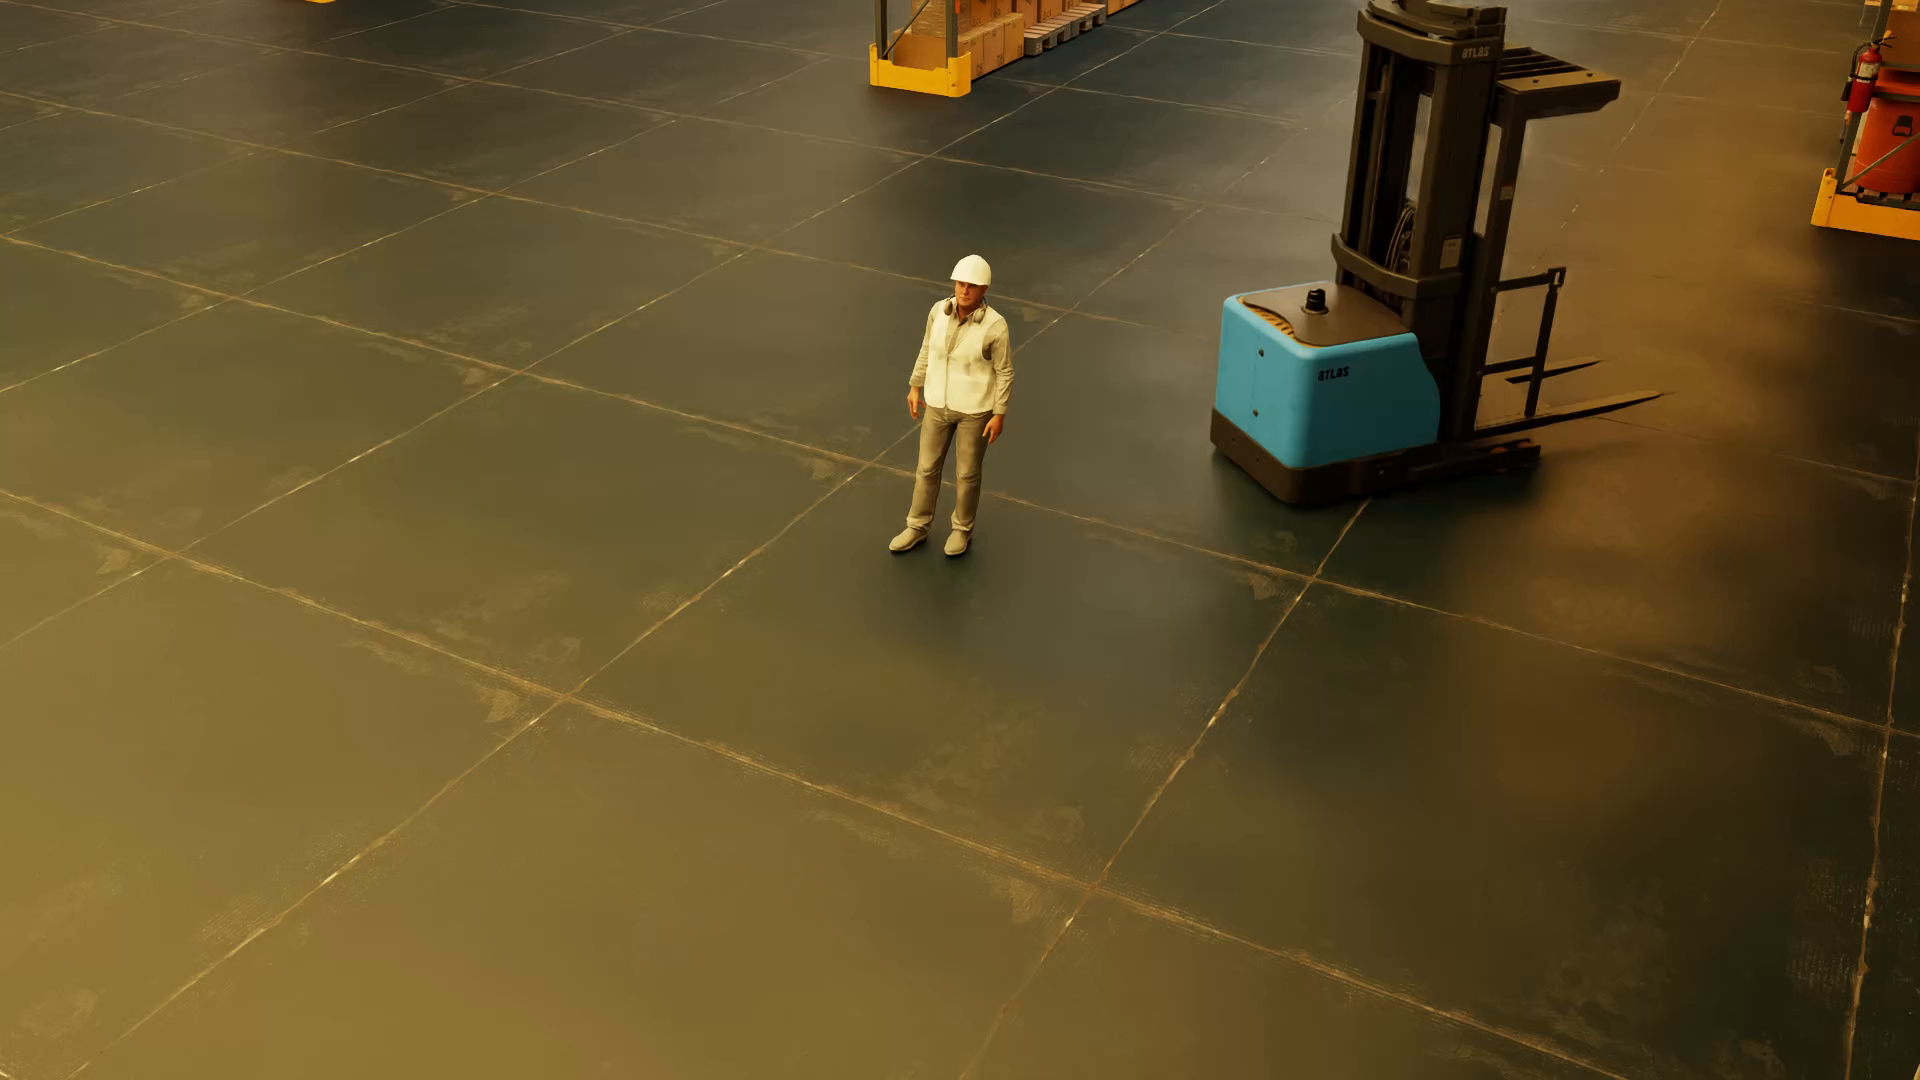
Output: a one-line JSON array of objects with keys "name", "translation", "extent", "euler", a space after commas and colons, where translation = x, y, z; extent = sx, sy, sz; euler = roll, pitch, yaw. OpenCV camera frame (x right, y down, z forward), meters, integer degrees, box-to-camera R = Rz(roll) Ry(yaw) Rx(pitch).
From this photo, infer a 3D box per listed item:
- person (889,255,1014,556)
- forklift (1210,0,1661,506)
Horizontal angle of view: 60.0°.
[{"name": "person", "translation": [-0.037, -0.750, 9.512], "extent": [0.632, 1.773, 0.568], "euler": [15, 33, 25]}, {"name": "forklift", "translation": [3.224, -1.937, 10.427], "extent": [3.031, 2.935, 1.130], "euler": [-11, 32, -19]}]
